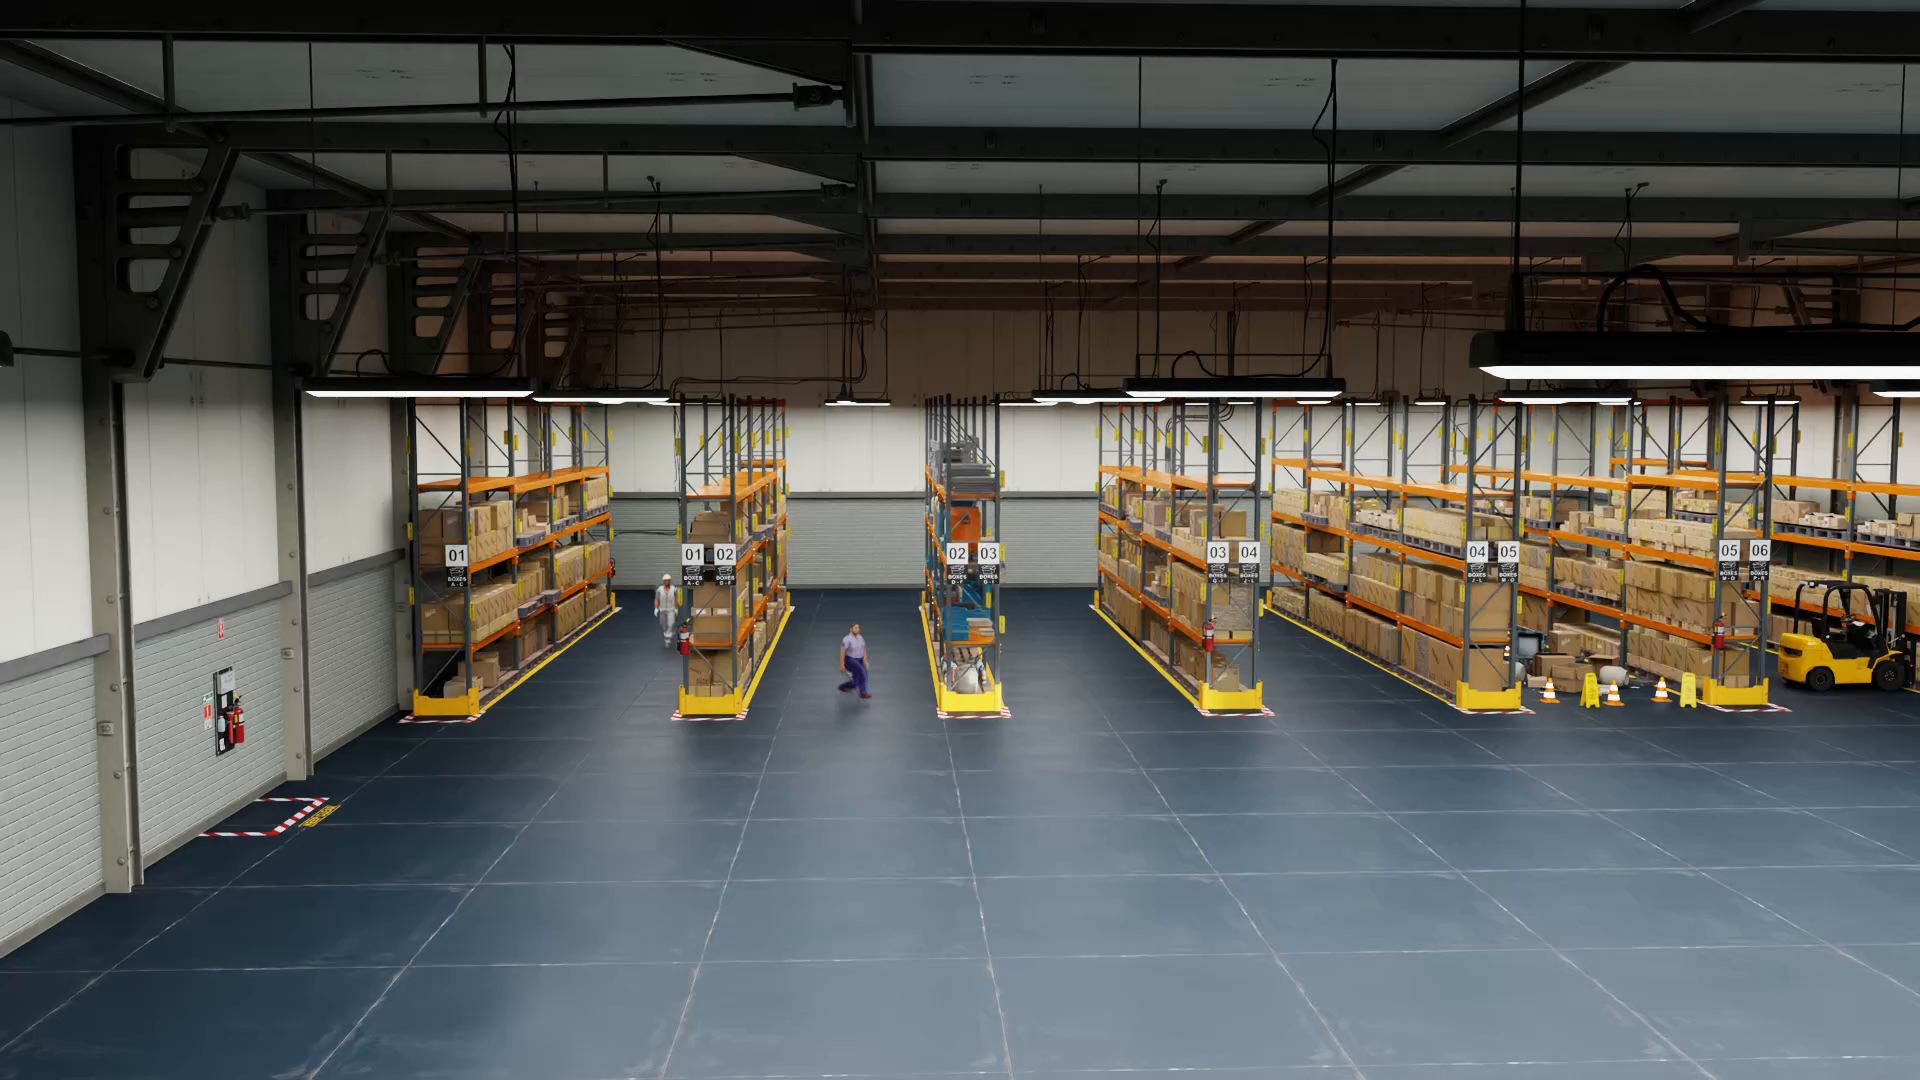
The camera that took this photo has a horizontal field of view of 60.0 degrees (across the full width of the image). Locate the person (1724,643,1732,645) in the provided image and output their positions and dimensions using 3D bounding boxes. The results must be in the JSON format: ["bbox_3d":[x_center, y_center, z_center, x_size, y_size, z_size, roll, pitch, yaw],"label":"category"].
[{"bbox_3d":[16.478,2.033,35.932,0.566,1.719,0.537,0,5,-4],"label":"person"}]

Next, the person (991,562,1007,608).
[{"bbox_3d":[1.012,1.149,48.013,0.624,1.690,0.745,-4,6,-42],"label":"person"}]

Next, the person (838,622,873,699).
[{"bbox_3d":[-1.951,2.277,31.683,1.040,1.423,0.547,3,5,34],"label":"person"}]

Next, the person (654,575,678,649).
[{"bbox_3d":[-7.031,1.695,39.752,0.527,1.725,1.068,0,5,0],"label":"person"}]
